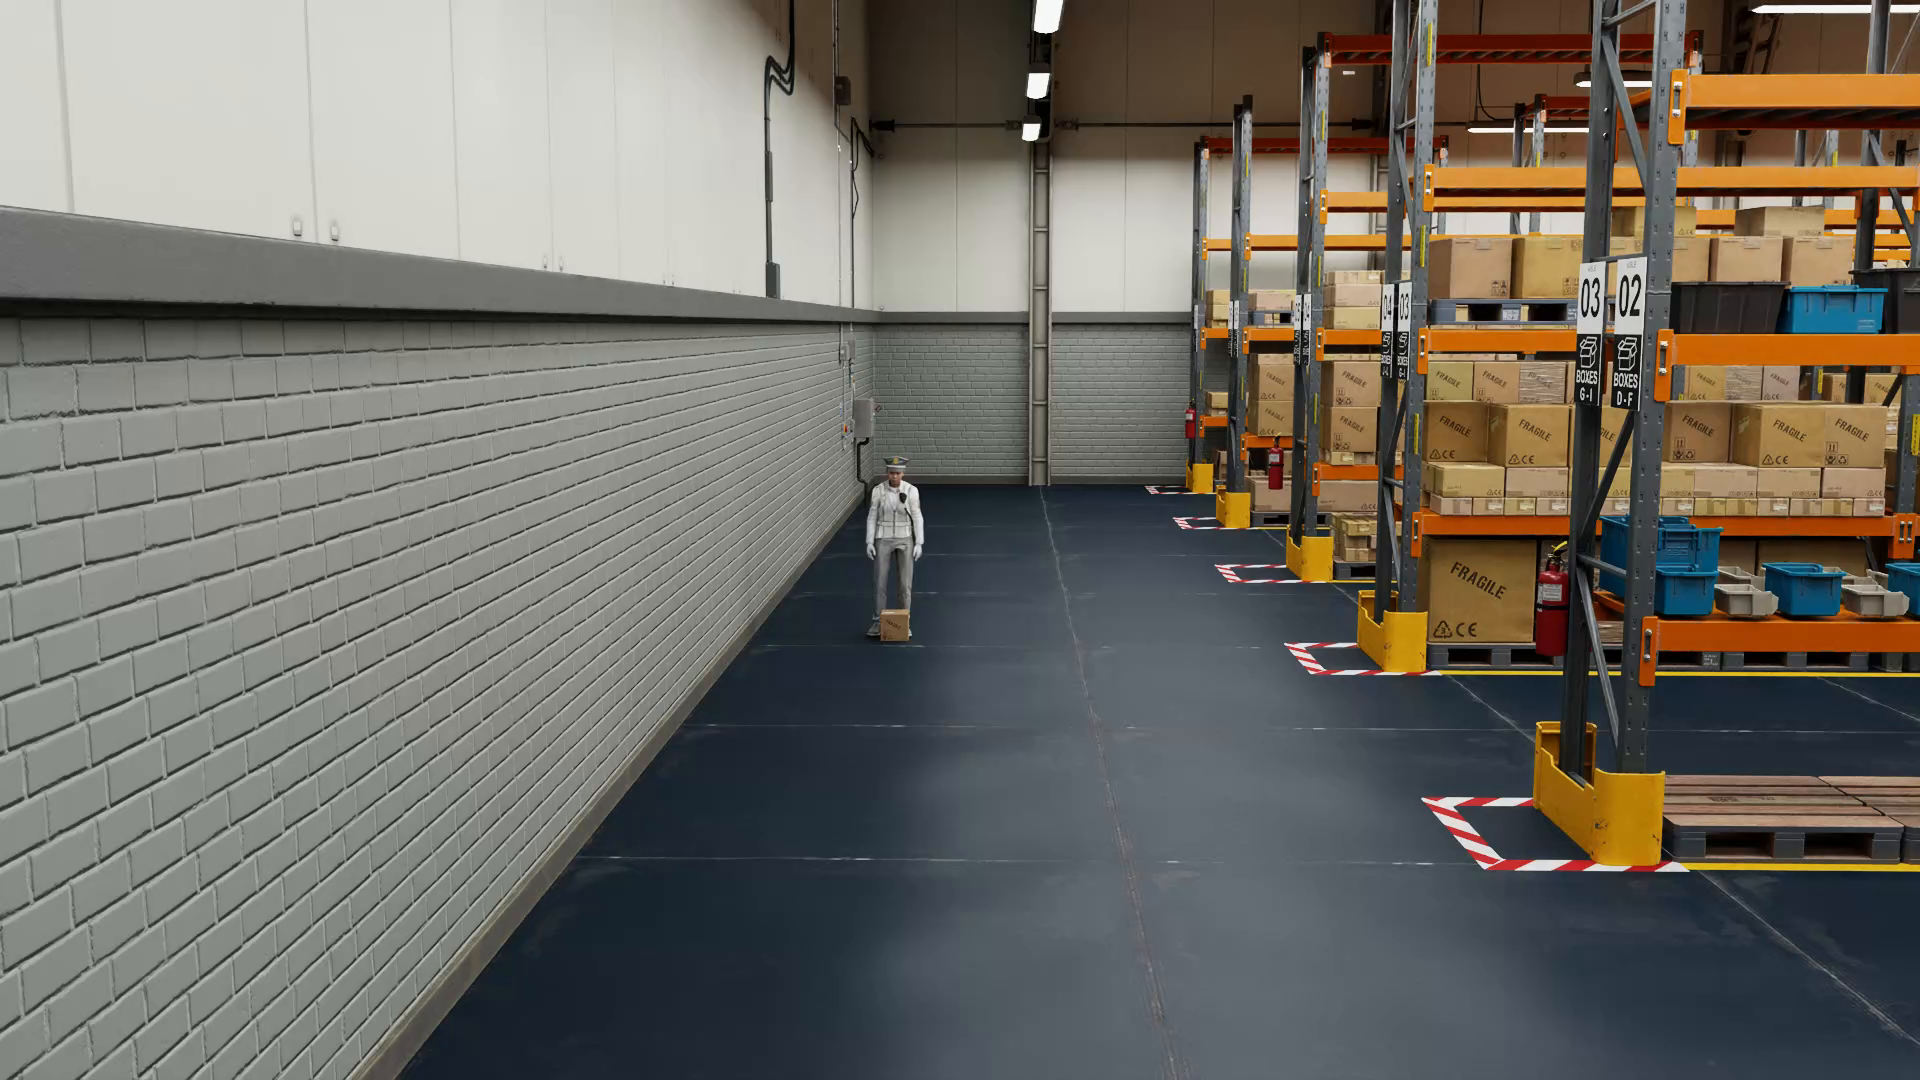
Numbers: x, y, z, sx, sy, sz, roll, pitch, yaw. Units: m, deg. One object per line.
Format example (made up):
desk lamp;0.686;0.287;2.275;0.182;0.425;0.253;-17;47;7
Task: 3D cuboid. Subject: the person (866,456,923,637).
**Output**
person;-0.603;0.052;15.358;0.529;1.664;0.403;0;7;2
